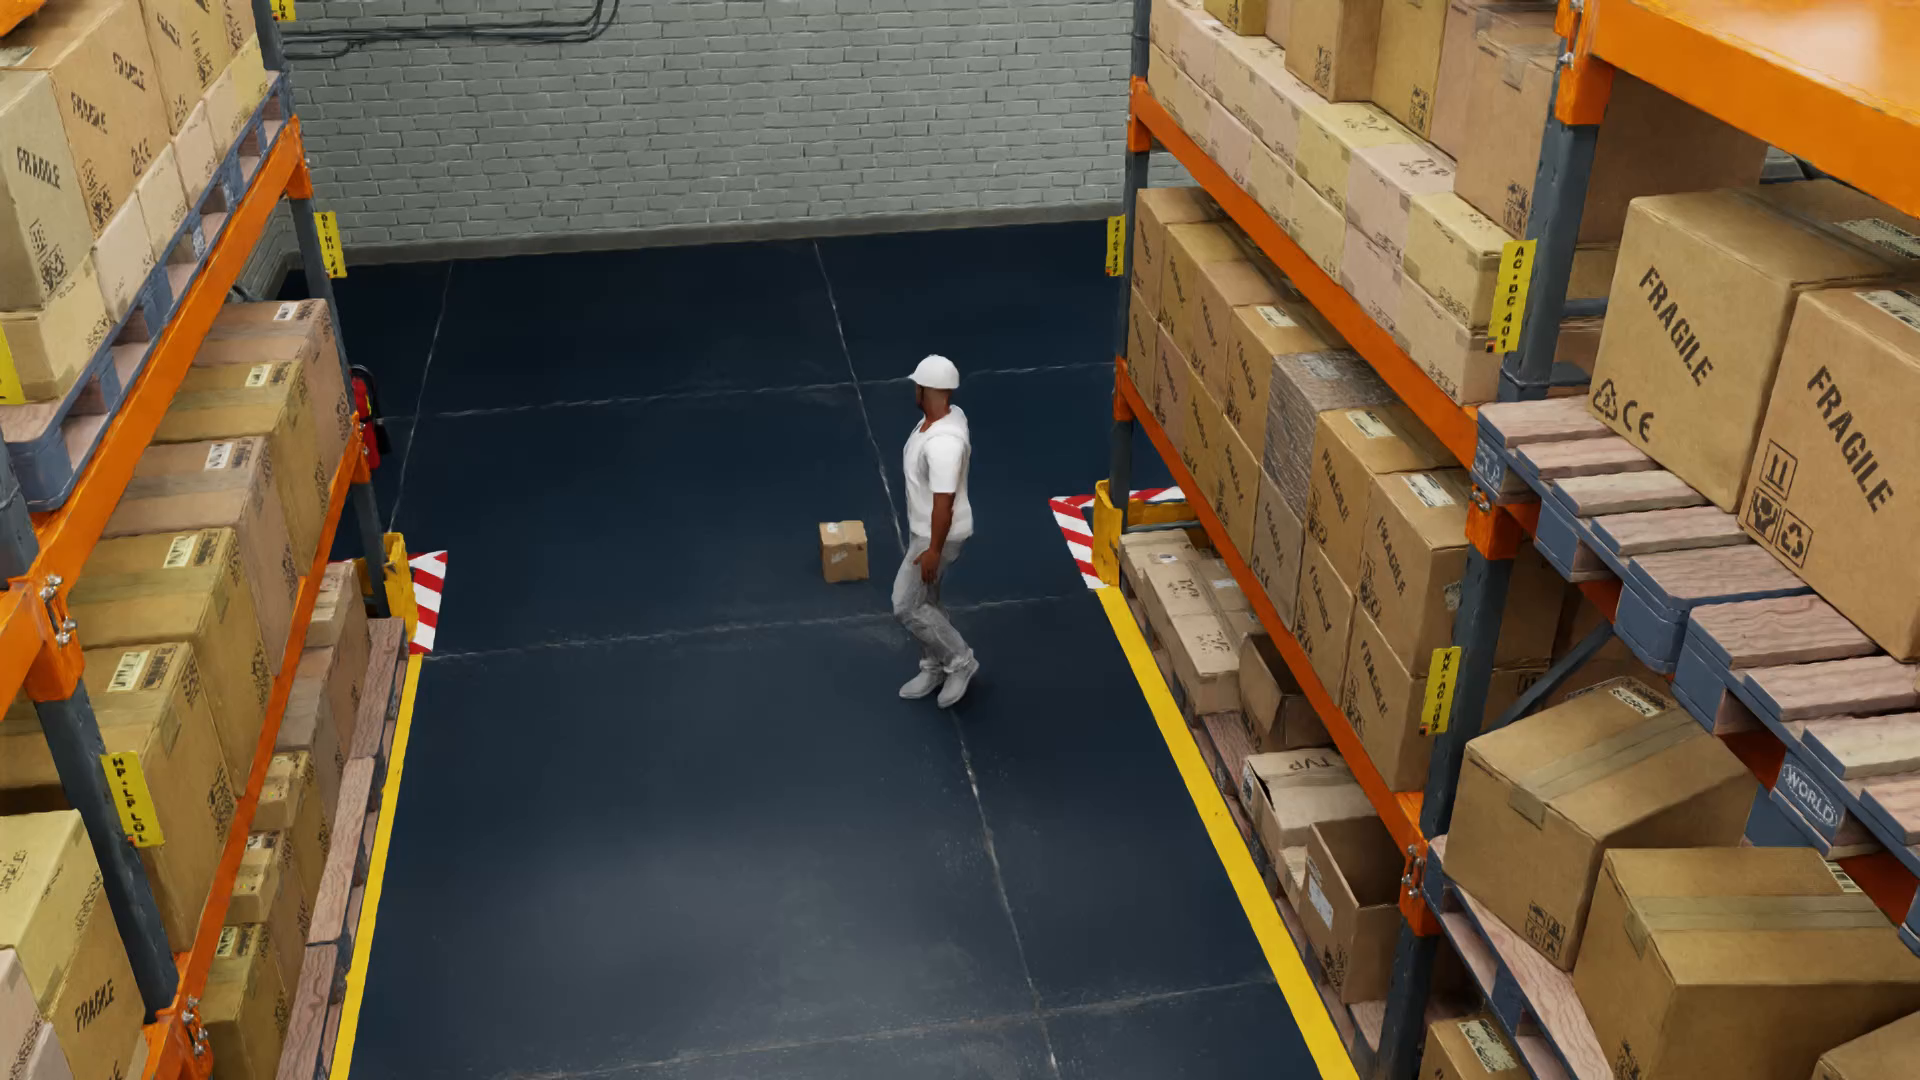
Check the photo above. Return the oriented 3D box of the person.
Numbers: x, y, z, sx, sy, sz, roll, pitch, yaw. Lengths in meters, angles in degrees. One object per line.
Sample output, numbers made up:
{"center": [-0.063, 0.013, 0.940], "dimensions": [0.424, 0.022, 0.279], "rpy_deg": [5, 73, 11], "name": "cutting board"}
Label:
{"center": [-0.143, -0.042, 8.199], "dimensions": [0.434, 1.753, 0.700], "rpy_deg": [-4, 31, -8], "name": "person"}
